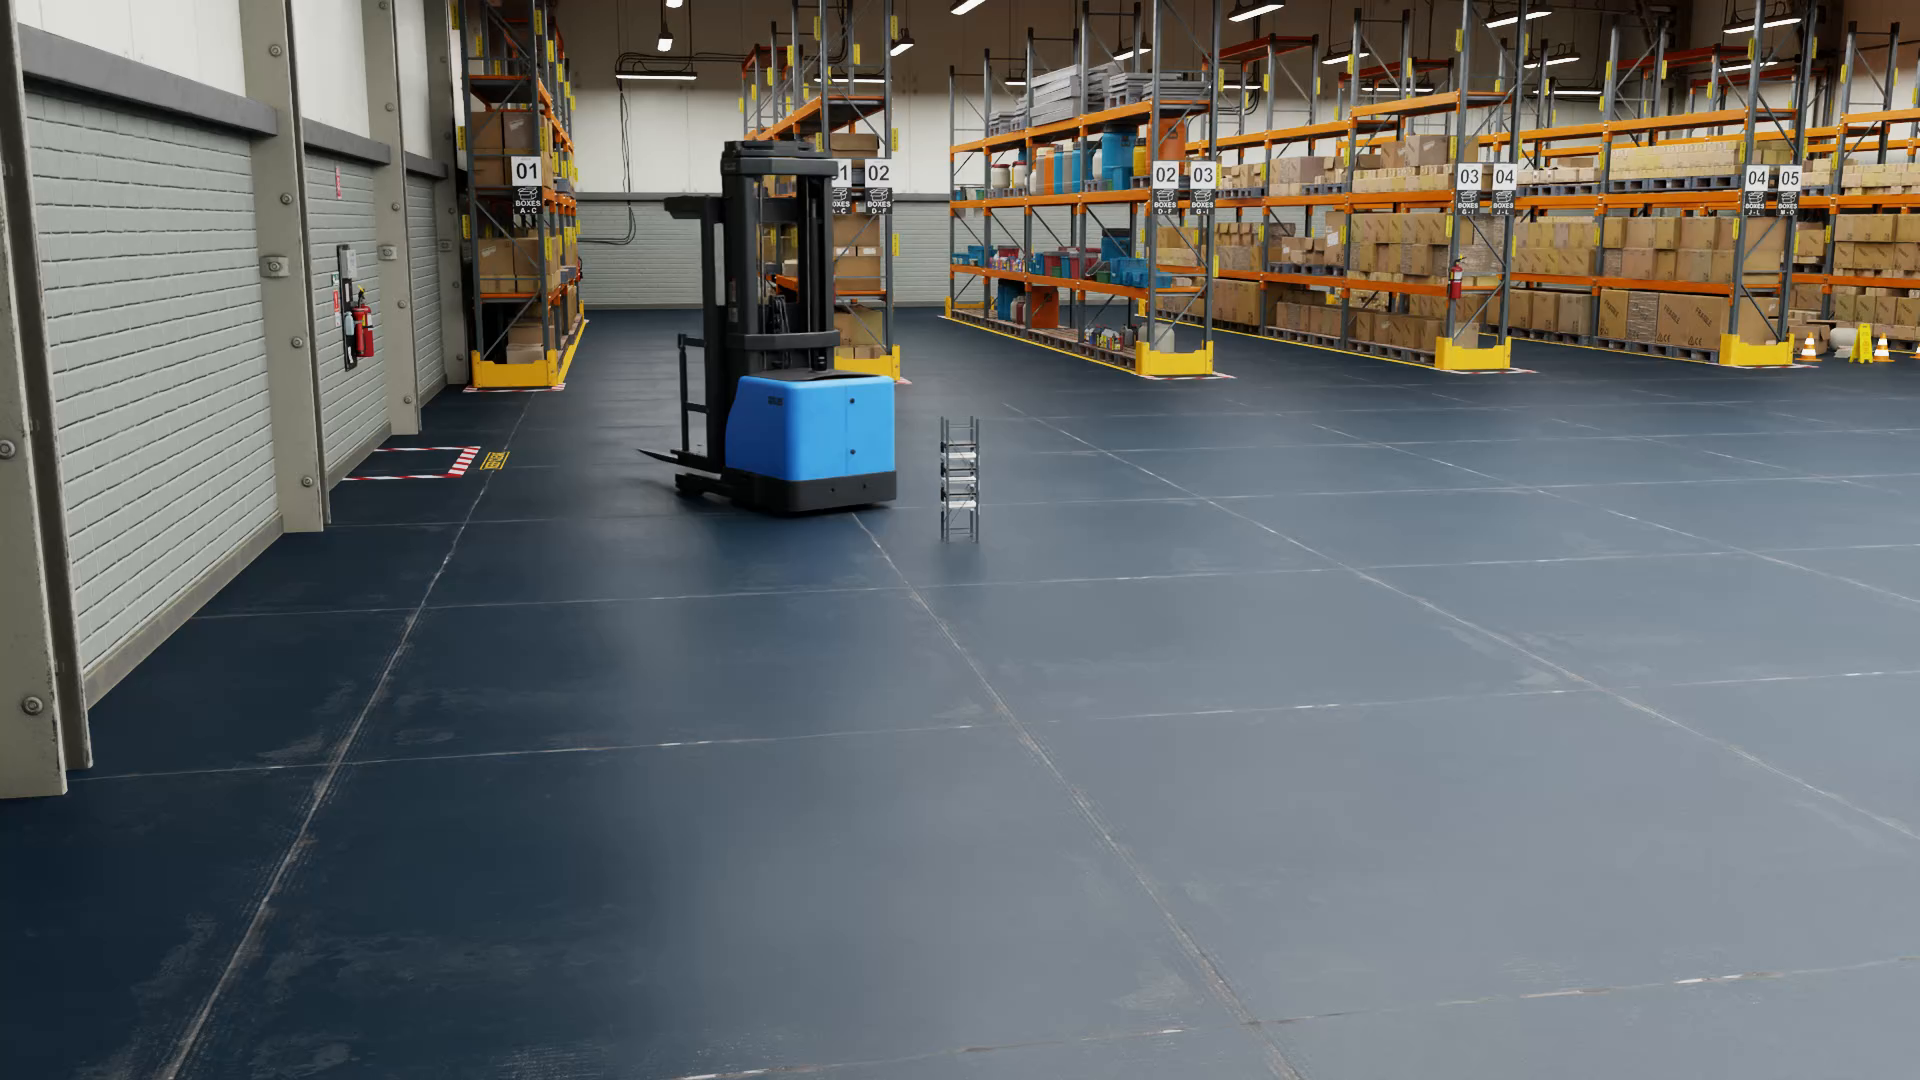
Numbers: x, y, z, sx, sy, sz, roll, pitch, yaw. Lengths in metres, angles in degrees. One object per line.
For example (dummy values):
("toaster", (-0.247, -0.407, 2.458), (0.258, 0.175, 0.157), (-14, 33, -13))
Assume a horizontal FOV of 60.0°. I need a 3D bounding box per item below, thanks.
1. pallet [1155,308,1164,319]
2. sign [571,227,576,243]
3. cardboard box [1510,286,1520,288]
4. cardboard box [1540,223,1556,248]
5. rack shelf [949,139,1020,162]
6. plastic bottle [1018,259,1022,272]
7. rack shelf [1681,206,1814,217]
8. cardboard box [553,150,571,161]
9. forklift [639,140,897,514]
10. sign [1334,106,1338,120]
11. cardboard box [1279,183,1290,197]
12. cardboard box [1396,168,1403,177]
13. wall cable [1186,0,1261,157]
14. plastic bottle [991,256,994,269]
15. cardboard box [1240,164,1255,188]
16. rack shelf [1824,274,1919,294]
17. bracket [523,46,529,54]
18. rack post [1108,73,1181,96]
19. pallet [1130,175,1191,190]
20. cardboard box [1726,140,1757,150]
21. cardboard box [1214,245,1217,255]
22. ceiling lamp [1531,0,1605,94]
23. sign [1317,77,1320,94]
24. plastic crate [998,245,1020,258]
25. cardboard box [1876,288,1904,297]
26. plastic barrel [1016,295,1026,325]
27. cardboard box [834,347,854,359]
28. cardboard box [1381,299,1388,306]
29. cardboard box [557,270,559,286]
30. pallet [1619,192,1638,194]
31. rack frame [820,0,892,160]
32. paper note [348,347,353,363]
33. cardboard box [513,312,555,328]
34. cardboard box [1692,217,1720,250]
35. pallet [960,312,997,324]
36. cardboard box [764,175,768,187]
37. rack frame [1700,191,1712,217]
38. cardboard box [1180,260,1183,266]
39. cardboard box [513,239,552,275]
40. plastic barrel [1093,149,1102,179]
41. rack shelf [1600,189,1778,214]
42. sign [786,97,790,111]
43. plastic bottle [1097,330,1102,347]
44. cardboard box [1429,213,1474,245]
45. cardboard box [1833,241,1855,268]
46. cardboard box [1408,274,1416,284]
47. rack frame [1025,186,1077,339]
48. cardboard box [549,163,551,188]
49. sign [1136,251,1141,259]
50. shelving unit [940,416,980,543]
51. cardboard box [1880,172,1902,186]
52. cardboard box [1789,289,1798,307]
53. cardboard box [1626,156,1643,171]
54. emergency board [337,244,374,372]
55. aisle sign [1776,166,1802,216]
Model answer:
("pallet", (5.346, -5.635, 41.237), (1.003, 0.211, 1.213), (-2, 11, -11))
("sign", (-8.154, -6.426, 35.050), (0.100, 0.325, 0.005), (-2, 11, -11))
("cardboard box", (11.658, -5.325, 35.708), (0.500, 0.250, 0.500), (-3, 11, -14))
("cardboard box", (11.933, -6.020, 32.862), (0.700, 0.500, 0.500), (-2, 11, -12))
("rack shelf", (0.644, -8.999, 38.402), (1.077, 0.370, 4.000), (-2, 11, -11))
("plastic bottle", (1.227, -5.596, 33.921), (0.097, 0.271, 0.097), (0, 11, 0))
("rack shelf", (20.092, -8.443, 42.436), (1.077, 0.370, 4.000), (-2, 11, -11))
("cardboard box", (-8.548, -8.039, 35.393), (0.500, 0.500, 0.500), (-2, 11, -12))
("forklift", (-1.802, -1.868, 14.172), (1.130, 2.935, 3.031), (-8, 13, -36))
("sign", (9.466, -10.735, 41.822), (0.100, 0.325, 0.005), (-2, 11, -11))
("cardboard box", (6.611, -6.891, 32.760), (0.500, 0.250, 0.500), (-2, 11, -10))
("cardboard box", (7.583, -6.189, 28.001), (0.380, 0.149, 0.250), (-2, 11, -10))
("wall cable", (7.395, -12.838, 46.977), (2.277, 5.999, 0.120), (-2, 11, -11))
("plastic bottle", (0.712, -6.070, 36.378), (0.061, 0.283, 0.133), (-2, 11, -11))
("cardboard box", (6.226, -7.674, 35.082), (0.500, 0.500, 0.500), (-2, 11, -8))
("rack shelf", (17.557, -4.588, 30.202), (1.077, 0.370, 4.000), (-2, 11, -11))
("bracket", (-9.903, -11.248, 37.600), (0.076, 0.066, 4.783), (-2, 11, -11))
("rack post", (2.960, -7.298, 26.675), (0.937, 0.300, 0.954), (-2, 11, -12))
("pallet", (3.302, -5.570, 25.920), (1.003, 0.211, 1.213), (-2, 11, -11))
("cardboard box", (12.712, -6.422, 27.044), (0.380, 0.149, 0.250), (-2, 11, -10))
("cardboard box", (5.835, -6.278, 36.892), (0.500, 0.500, 0.500), (-2, 11, -11))
("ceiling lamp", (16.898, -13.912, 45.608), (2.000, 3.185, 0.800), (-2, 11, -11))
("sign", (7.200, -9.148, 33.480), (0.100, 0.325, 0.005), (-2, 11, -11))
("plastic crate", (1.106, -6.468, 37.827), (0.402, 0.464, 0.583), (-2, 11, -11))
("cardboard box", (17.141, -4.564, 30.643), (0.380, 0.149, 0.250), (-1, 11, -8))
("plastic barrel", (1.480, -4.819, 34.819), (0.600, 0.588, 0.708), (-2, 11, -11))
("cardboard box", (-1.886, -2.798, 25.103), (0.500, 0.250, 0.500), (-2, 11, -11))
("cardboard box", (10.269, -5.672, 39.683), (0.380, 0.149, 0.250), (-3, 11, -13))
("cardboard box", (-6.537, -4.084, 25.979), (0.500, 0.250, 0.500), (-2, 11, -11))
("pallet", (15.839, -7.988, 38.634), (0.805, 0.209, 1.217), (-3, 11, -13))
("rack frame", (-1.492, -6.801, 23.864), (1.000, 3.000, 0.127), (-2, 11, -11))
("paper note", (-5.758, -1.748, 15.712), (0.016, 0.148, 0.142), (-2, 11, -11))
("cardboard box", (-7.605, -3.810, 29.700), (0.700, 0.500, 0.500), (-2, 11, -11))
("cardboard box", (12.879, -5.147, 27.926), (0.875, 0.550, 0.550), (-2, 11, -11))
("pallet", (0.612, -5.222, 39.071), (1.003, 0.211, 1.213), (-2, 11, -11))
("cardboard box", (-3.800, -7.738, 35.150), (0.600, 0.600, 0.600), (-3, 11, -16))
("rack frame", (16.390, -6.042, 35.916), (1.000, 3.000, 0.127), (-2, 11, -11))
("cardboard box", (5.361, -6.477, 38.875), (0.380, 0.149, 0.250), (-2, 11, -10))
("cardboard box", (-6.149, -4.077, 23.934), (0.500, 0.500, 0.500), (-2, 11, -11))
("plastic barrel", (2.480, -6.416, 28.439), (0.421, 0.512, 0.421), (0, 11, 0))
("rack shelf", (12.722, -5.863, 28.878), (1.077, 0.370, 4.000), (-2, 11, -11))
("sign", (-4.056, -10.289, 39.266), (0.100, 0.325, 0.005), (-2, 11, -11))
("plastic bottle", (2.367, -3.420, 28.229), (0.061, 0.283, 0.133), (-2, 11, -8))
("cardboard box", (7.876, -4.992, 26.666), (0.500, 0.500, 0.500), (-2, 11, -11))
("cardboard box", (16.981, -5.412, 31.547), (0.500, 0.500, 0.500), (-2, 11, -11))
("cardboard box", (7.709, -4.364, 27.774), (0.380, 0.149, 0.250), (-2, 11, -11))
("rack frame", (1.811, -5.501, 33.076), (1.000, 3.000, 0.127), (-2, 11, -11))
("cardboard box", (-6.470, -5.569, 25.089), (0.500, 0.500, 0.500), (-1, 11, -7))
("sign", (3.131, -4.921, 29.290), (0.100, 0.325, 0.005), (-2, 11, -11))
("shelving unit", (-0.002, -0.444, 12.120), (0.258, 0.900, 0.210), (-2, 11, -11))
("cardboard box", (17.180, -6.577, 30.311), (0.500, 0.250, 0.500), (-2, 11, -10))
("cardboard box", (20.354, -5.838, 40.408), (0.500, 0.500, 0.500), (-2, 11, -9))
("cardboard box", (12.253, -6.718, 29.665), (0.500, 0.250, 0.500), (-2, 11, -11))
("emergency board", (-5.725, -2.215, 15.814), (0.194, 1.169, 0.643), (-2, 11, -11))
("aisle sign", (13.419, -5.651, 26.910), (0.394, 0.787, 0.004), (-2, 11, -11))
